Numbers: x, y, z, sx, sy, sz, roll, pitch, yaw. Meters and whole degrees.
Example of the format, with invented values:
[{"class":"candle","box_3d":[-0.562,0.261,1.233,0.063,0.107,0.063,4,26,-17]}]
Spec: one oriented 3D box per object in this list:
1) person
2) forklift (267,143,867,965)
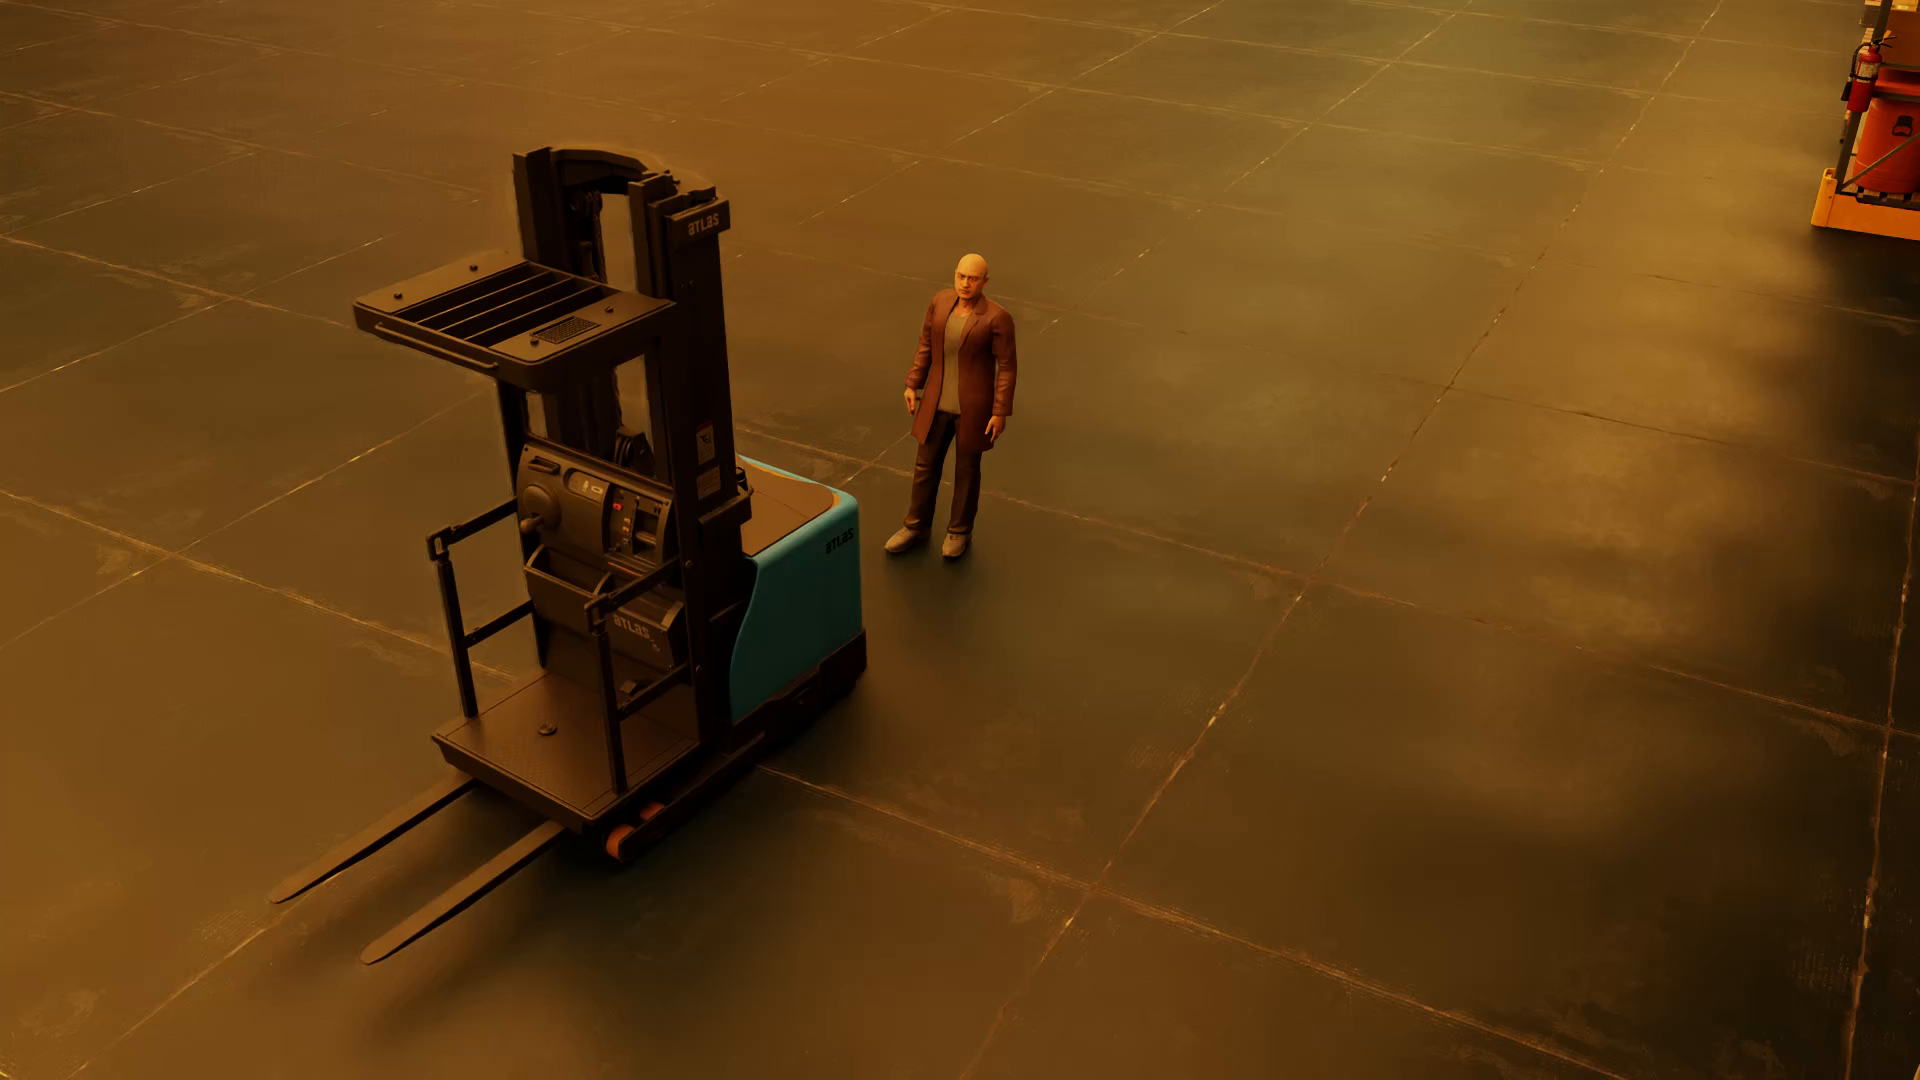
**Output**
[{"class":"person","box_3d":[-0.048,-0.737,9.487,0.696,1.777,0.579,15,33,25]},{"class":"forklift","box_3d":[-1.752,-0.097,7.239,1.130,2.935,3.031,20,35,30]}]
